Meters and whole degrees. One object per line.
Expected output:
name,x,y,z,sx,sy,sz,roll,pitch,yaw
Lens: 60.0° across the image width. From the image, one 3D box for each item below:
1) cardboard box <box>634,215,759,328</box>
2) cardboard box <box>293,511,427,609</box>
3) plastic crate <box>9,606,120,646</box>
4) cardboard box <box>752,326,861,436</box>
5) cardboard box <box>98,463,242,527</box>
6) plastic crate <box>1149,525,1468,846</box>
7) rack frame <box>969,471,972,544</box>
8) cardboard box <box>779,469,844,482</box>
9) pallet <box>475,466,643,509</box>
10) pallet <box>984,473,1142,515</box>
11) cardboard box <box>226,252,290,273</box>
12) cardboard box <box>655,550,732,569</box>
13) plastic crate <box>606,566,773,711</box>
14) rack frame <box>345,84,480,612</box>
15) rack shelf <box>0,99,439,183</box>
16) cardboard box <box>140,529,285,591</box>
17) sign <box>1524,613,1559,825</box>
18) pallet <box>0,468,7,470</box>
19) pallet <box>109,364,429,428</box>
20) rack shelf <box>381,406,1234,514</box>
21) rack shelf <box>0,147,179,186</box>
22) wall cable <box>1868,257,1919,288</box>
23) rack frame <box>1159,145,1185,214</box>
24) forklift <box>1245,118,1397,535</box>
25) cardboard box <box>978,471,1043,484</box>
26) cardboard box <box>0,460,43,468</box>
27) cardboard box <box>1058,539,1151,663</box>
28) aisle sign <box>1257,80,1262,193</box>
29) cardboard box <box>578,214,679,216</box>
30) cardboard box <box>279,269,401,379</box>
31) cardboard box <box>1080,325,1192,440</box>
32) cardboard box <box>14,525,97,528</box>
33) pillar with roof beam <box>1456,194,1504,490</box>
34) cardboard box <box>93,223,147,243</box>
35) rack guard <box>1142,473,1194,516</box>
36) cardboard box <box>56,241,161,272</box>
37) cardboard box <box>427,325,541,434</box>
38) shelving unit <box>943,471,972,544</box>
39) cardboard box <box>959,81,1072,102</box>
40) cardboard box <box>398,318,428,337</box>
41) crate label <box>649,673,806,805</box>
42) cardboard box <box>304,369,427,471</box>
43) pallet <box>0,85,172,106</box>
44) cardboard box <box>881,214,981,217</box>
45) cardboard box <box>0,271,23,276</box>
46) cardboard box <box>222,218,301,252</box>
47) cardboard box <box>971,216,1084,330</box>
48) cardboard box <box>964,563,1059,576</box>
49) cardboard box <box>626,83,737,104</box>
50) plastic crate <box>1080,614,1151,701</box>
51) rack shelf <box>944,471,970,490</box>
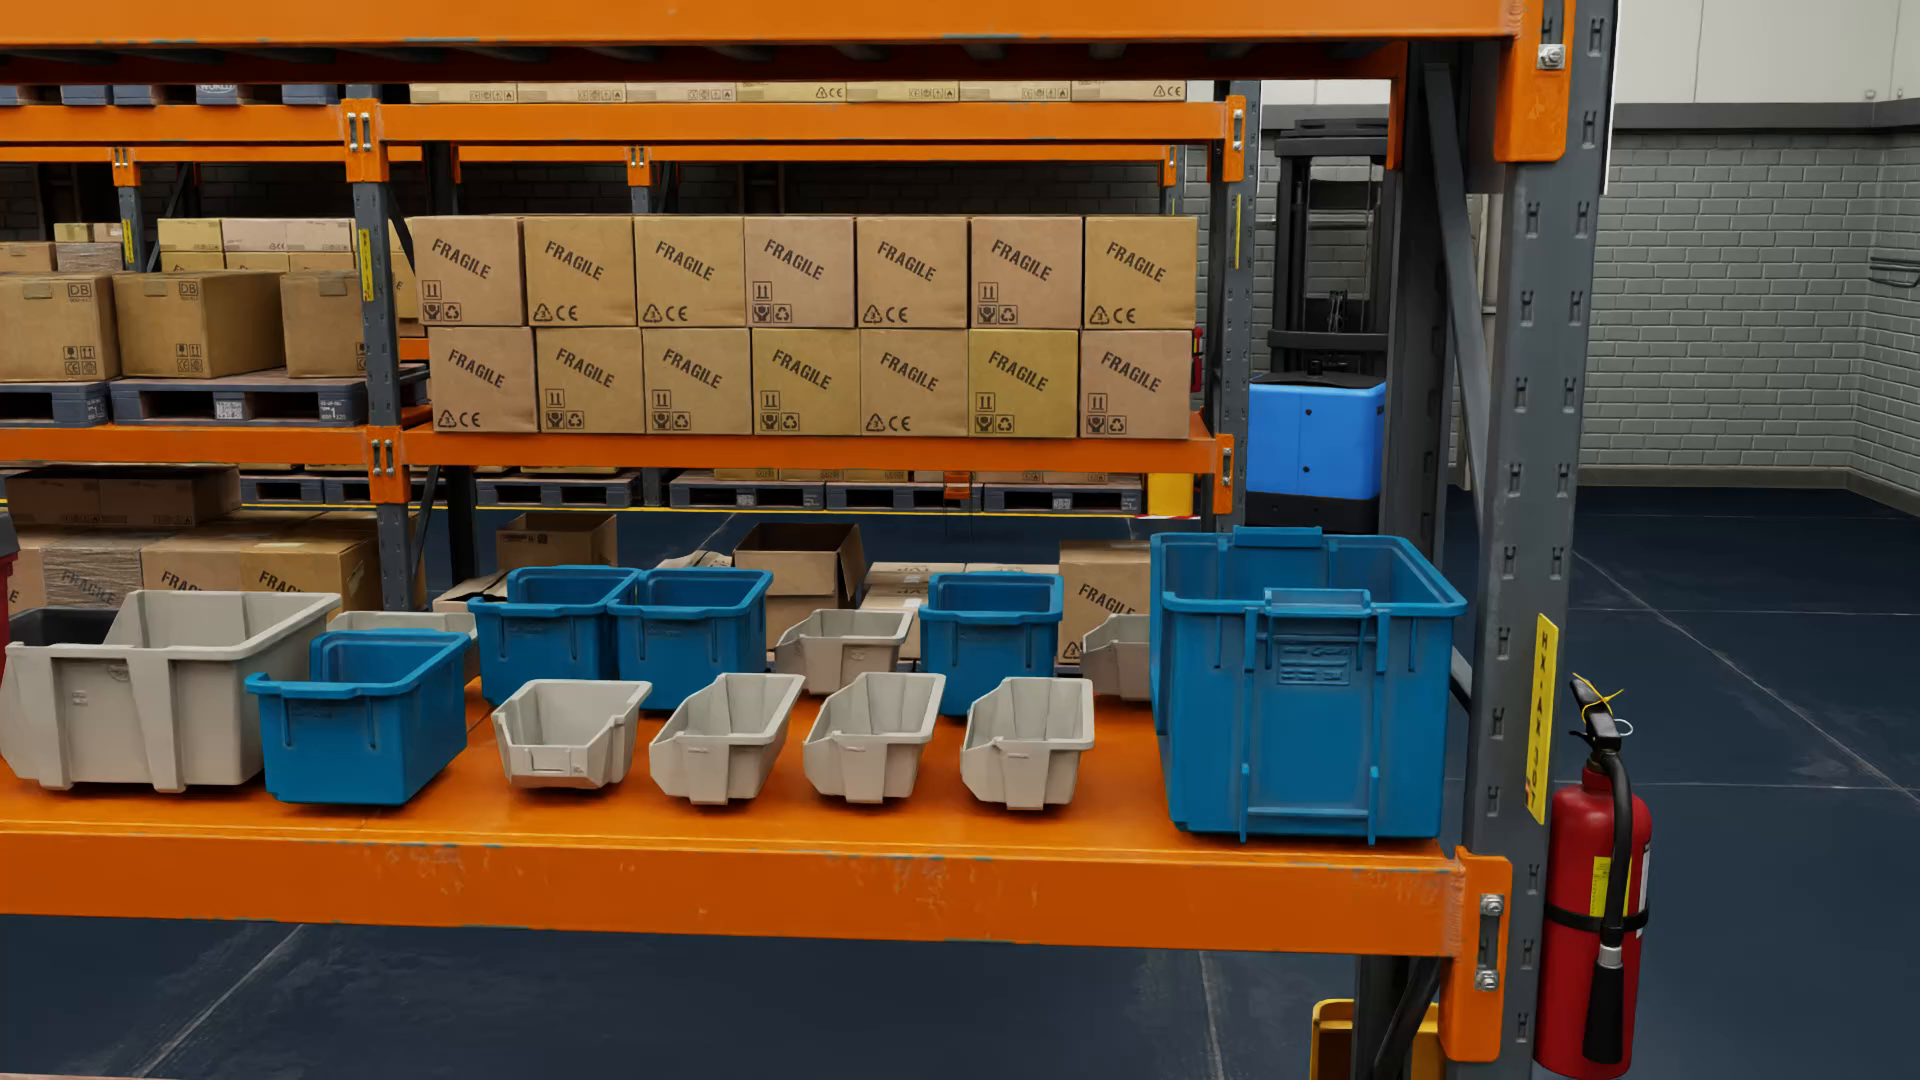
cardboard box,-1.223,-1.273,7.840,0.500,0.500,0.500,0,12,2
cardboard box,-3.169,0.139,8.806,0.500,0.500,0.500,0,12,1
plastic crate,-1.902,0.265,3.699,0.590,0.125,0.437,1,12,4
cardboard box,-0.695,-0.778,7.919,0.500,0.500,0.500,1,12,3
cardboard box,-4.167,-0.241,8.794,0.500,0.250,0.500,1,12,4
plastic crate,0.607,0.241,3.056,0.499,0.435,0.616,1,12,4
rack frame,0.077,-0.586,11.640,0.006,1.200,0.240,1,12,4
cardboard box,-1.135,-0.768,13.191,0.500,0.500,0.700,1,12,3
pallet,-3.150,-0.455,13.426,1.213,0.211,1.003,1,12,4
pallet,0.813,-0.400,13.163,1.213,0.211,1.003,1,12,4
cardboard box,-5.377,-2.015,13.057,0.500,0.500,0.500,1,12,6
cardboard box,-1.367,0.249,8.746,0.500,0.311,0.500,1,12,4
plastic crate,-0.584,0.218,3.661,0.300,0.233,0.416,1,12,4
rack frame,-2.702,-0.812,8.325,0.127,3.000,1.000,1,12,4
rack shelf,-4.698,-1.956,8.223,4.000,0.370,1.077,1,12,4
cardboard box,-3.707,0.239,8.329,0.500,0.500,0.500,1,12,4
sign,0.933,0.287,2.671,0.005,0.325,0.100,1,12,4
pallet,-8.360,-0.542,13.846,1.213,0.211,1.003,1,12,4
pallet,-3.493,-0.752,8.504,1.213,0.211,1.003,1,12,4
rack shelf,-0.707,-0.433,8.268,4.000,0.370,1.077,1,12,4
rack shelf,-8.362,-3.023,13.322,4.000,0.370,1.077,1,12,4
wall cable,7.235,-3.036,11.887,0.112,2.526,3.097,1,12,4
rack frame,1.616,-1.770,12.902,0.127,3.000,1.000,1,12,4
forklift,3.027,-1.729,12.873,1.130,2.935,3.031,6,13,25
cardboard box,0.412,-0.748,13.096,0.500,0.500,0.700,1,12,4
cardboard box,-7.594,-0.901,13.779,0.500,0.500,0.700,1,12,4
cardboard box,0.730,0.293,8.070,0.500,0.500,0.500,1,12,4
aisle sign,1.336,-1.967,7.494,0.004,0.787,0.394,1,12,4
cardboard box,-1.669,-1.390,8.402,0.500,0.500,0.500,1,12,3
cardboard box,-3.160,-1.119,8.522,0.500,0.500,0.700,-3,12,-15
cardboard box,0.824,-0.757,7.817,0.500,0.500,0.500,1,12,5
cardboard box,-4.704,0.119,8.903,0.500,0.500,0.500,0,12,2
pillar with roof beam,4.080,-3.966,8.751,0.400,9.000,9.100,1,12,4
cardboard box,-6.712,-2.459,13.297,0.250,0.149,0.380,-1,12,-4
rack guard,1.640,-0.546,13.156,0.348,0.500,1.175,1,12,4
cardboard box,-6.836,-2.148,13.391,0.500,0.500,0.700,-1,12,-3
cardboard box,-2.212,-0.799,8.016,0.500,0.500,0.500,1,12,5
shelving unit,-0.014,-0.587,11.646,0.189,1.200,0.258,1,12,4
cardboard box,0.260,-2.115,7.591,0.500,0.250,0.500,1,12,4
cardboard box,-4.260,-1.690,13.087,0.250,0.149,0.380,1,12,6
crate label,-0.440,0.374,3.151,0.243,0.136,0.396,1,12,4
cardboard box,-4.768,-0.982,13.362,0.750,0.750,0.750,1,12,3
pallet,-4.383,-2.225,8.213,1.003,0.211,1.213,1,12,4
cardboard box,-0.158,-1.369,8.302,0.500,0.500,0.500,1,12,5
cardboard box,-5.158,-1.084,8.356,0.500,0.500,0.700,3,12,14
cardboard box,-5.394,-2.384,12.990,0.500,0.250,0.500,1,12,3
cardboard box,0.322,-1.253,7.744,0.500,0.500,0.500,1,12,5
cardboard box,0.266,0.301,8.646,0.500,0.250,0.500,1,12,4
cardboard box,-1.236,-2.135,7.689,0.500,0.250,0.500,1,12,4
plastic crate,0.415,0.262,3.687,0.298,0.136,0.250,1,12,4
rack shelf,-0.014,-0.427,11.680,0.180,0.103,0.258,1,12,4
